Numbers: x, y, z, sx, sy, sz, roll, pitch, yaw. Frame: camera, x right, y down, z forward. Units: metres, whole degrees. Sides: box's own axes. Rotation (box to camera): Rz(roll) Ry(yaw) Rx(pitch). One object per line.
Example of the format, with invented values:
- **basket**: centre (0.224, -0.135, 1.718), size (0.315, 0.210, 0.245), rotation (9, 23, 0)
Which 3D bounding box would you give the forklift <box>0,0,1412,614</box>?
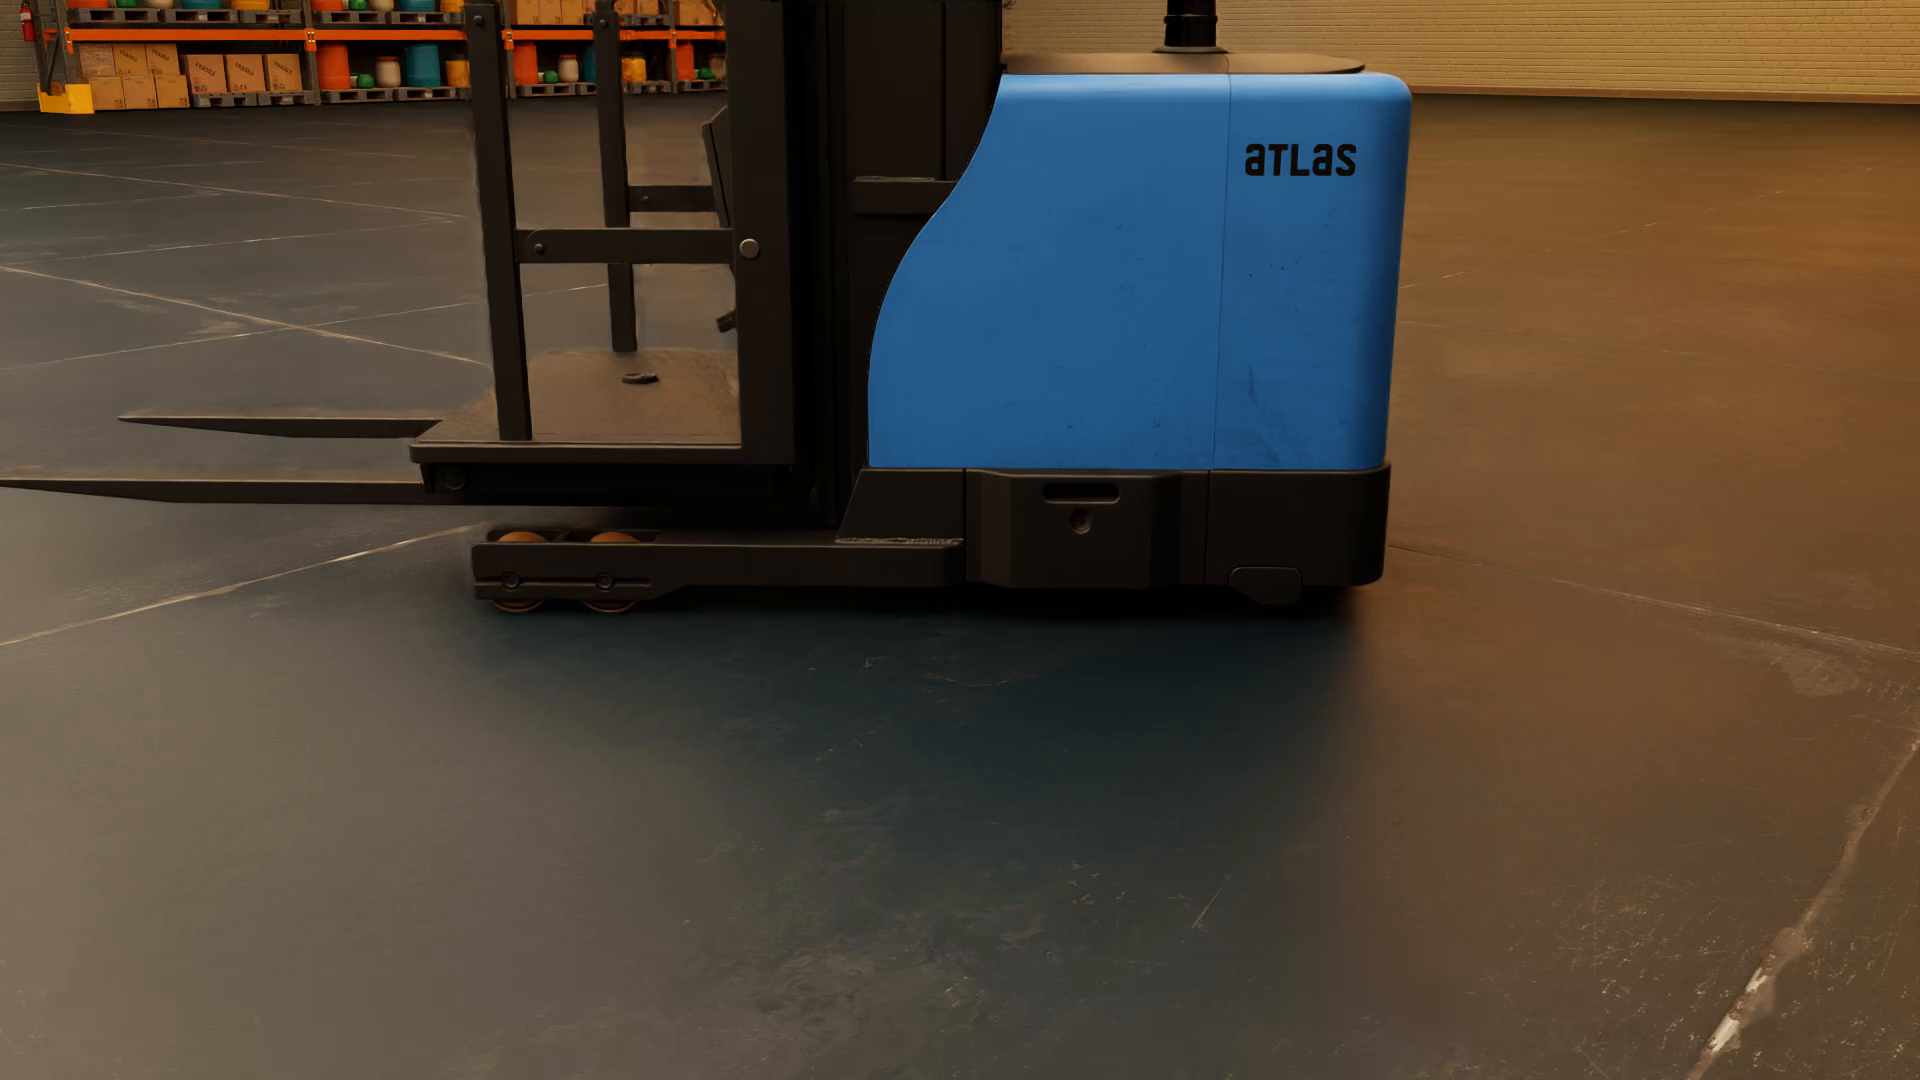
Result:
- **forklift**: centre (-0.621, -1.403, 3.518), size (3.031, 2.935, 1.130), rotation (1, 17, 2)
